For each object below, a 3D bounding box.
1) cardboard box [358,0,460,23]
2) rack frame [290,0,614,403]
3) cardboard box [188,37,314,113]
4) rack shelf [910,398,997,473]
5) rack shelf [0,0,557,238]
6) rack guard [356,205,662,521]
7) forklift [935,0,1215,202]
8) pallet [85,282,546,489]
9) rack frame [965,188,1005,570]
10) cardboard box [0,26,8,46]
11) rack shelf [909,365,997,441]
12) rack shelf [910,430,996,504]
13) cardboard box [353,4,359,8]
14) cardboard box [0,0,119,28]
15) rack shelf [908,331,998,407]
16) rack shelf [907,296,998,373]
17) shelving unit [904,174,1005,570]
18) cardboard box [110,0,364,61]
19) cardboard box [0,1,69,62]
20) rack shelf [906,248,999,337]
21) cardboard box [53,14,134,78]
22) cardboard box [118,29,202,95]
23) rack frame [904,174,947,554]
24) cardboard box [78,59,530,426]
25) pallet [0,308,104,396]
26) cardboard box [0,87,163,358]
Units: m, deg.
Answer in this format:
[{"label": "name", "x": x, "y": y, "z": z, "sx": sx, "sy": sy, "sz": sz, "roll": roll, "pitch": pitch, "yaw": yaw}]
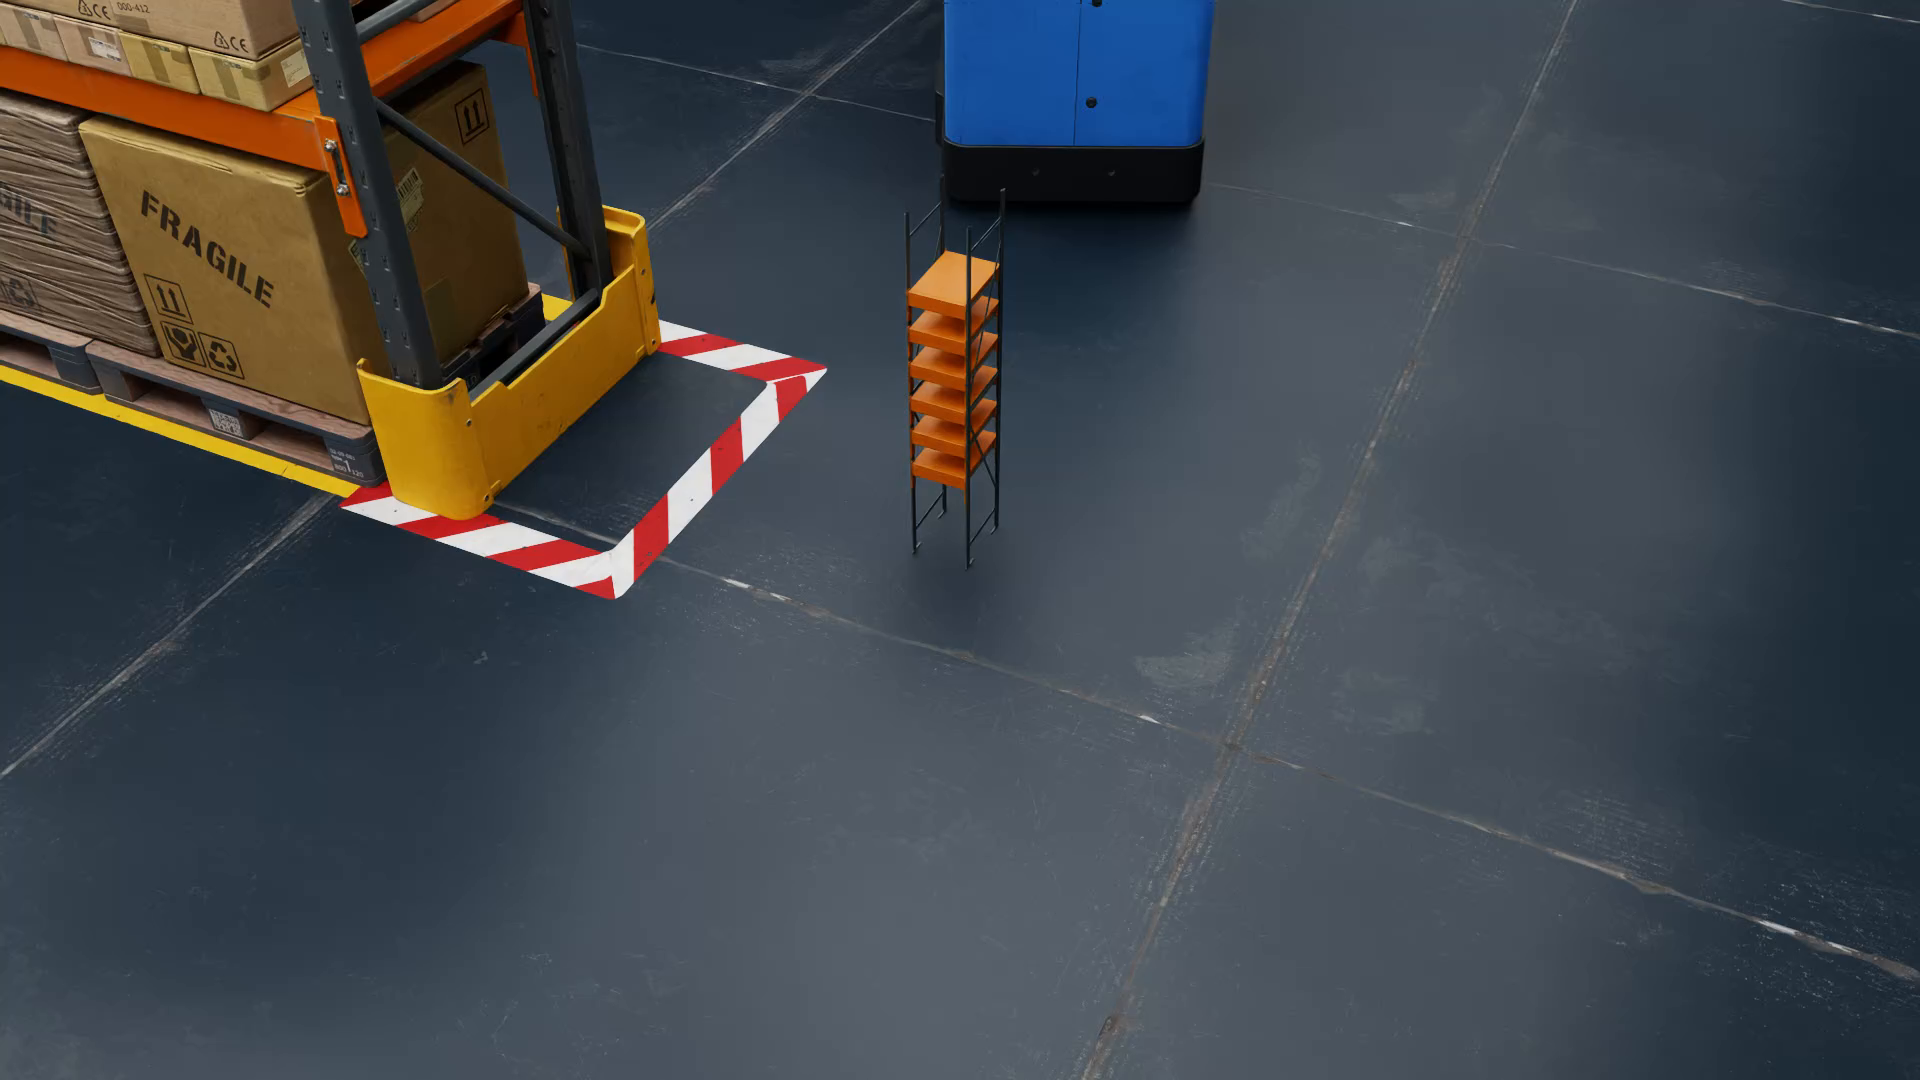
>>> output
[{"label": "cardboard box", "x": -1.676, "y": -1.782, "z": 5.207, "sx": 0.250, "sy": 0.149, "sz": 0.380, "roll": 17, "pitch": 44, "yaw": 19}, {"label": "rack frame", "x": -1.494, "y": -1.582, "z": 4.785, "sx": 0.127, "sy": 3.000, "sz": 1.000, "roll": 17, "pitch": 44, "yaw": 19}, {"label": "cardboard box", "x": -1.956, "y": -1.391, "z": 4.756, "sx": 0.250, "sy": 0.149, "sz": 0.380, "roll": 18, "pitch": 44, "yaw": 19}, {"label": "rack shelf", "x": -0.013, "y": -0.333, "z": 4.969, "sx": 0.180, "sy": 0.103, "sz": 0.258, "roll": 17, "pitch": 44, "yaw": 19}, {"label": "rack shelf", "x": -3.307, "y": -1.864, "z": 5.660, "sx": 4.000, "sy": 0.370, "sz": 1.077, "roll": 17, "pitch": 44, "yaw": 19}, {"label": "rack guard", "x": -1.472, "y": -0.631, "z": 5.596, "sx": 0.348, "sy": 0.500, "sz": 1.175, "roll": 17, "pitch": 44, "yaw": 19}, {"label": "forklift", "x": 0.476, "y": -3.412, "z": 6.948, "sx": 1.130, "sy": 2.935, "sz": 3.031, "roll": 1, "pitch": 41, "yaw": 1}, {"label": "pallet", "x": -2.252, "y": -0.703, "z": 5.901, "sx": 1.213, "sy": 0.211, "sz": 1.003, "roll": 17, "pitch": 44, "yaw": 19}, {"label": "rack frame", "x": 0.070, "y": -0.432, "z": 4.832, "sx": 0.006, "sy": 1.200, "sz": 0.240, "roll": 17, "pitch": 44, "yaw": 19}, {"label": "cardboard box", "x": -2.882, "y": -1.672, "z": 5.081, "sx": 0.250, "sy": 0.149, "sz": 0.380, "roll": 16, "pitch": 43, "yaw": 18}, {"label": "rack shelf", "x": -0.013, "y": -0.424, "z": 4.891, "sx": 0.180, "sy": 0.103, "sz": 0.258, "roll": 17, "pitch": 44, "yaw": 19}, {"label": "rack shelf", "x": -0.013, "y": -0.242, "z": 5.048, "sx": 0.180, "sy": 0.103, "sz": 0.258, "roll": 17, "pitch": 44, "yaw": 19}, {"label": "cardboard box", "x": -1.909, "y": -1.852, "z": 5.288, "sx": 0.250, "sy": 0.149, "sz": 0.380, "roll": 16, "pitch": 44, "yaw": 18}, {"label": "cardboard box", "x": -2.505, "y": -1.756, "z": 4.873, "sx": 0.500, "sy": 0.250, "sz": 0.500, "roll": 16, "pitch": 43, "yaw": 18}, {"label": "rack shelf", "x": -0.013, "y": -0.514, "z": 4.812, "sx": 0.180, "sy": 0.103, "sz": 0.258, "roll": 17, "pitch": 44, "yaw": 19}, {"label": "rack shelf", "x": -0.013, "y": -0.605, "z": 4.734, "sx": 0.180, "sy": 0.103, "sz": 0.258, "roll": 17, "pitch": 44, "yaw": 19}, {"label": "shelving unit", "x": -0.013, "y": -0.457, "z": 4.862, "sx": 0.189, "sy": 1.200, "sz": 0.258, "roll": 17, "pitch": 44, "yaw": 19}, {"label": "cardboard box", "x": -2.045, "y": -1.615, "z": 4.710, "sx": 0.500, "sy": 0.250, "sz": 0.500, "roll": 16, "pitch": 44, "yaw": 18}, {"label": "cardboard box", "x": -2.646, "y": -1.602, "z": 5.000, "sx": 0.250, "sy": 0.149, "sz": 0.380, "roll": 18, "pitch": 44, "yaw": 19}, {"label": "rack shelf", "x": -0.013, "y": -0.696, "z": 4.655, "sx": 0.180, "sy": 0.103, "sz": 0.258, "roll": 17, "pitch": 44, "yaw": 19}, {"label": "cardboard box", "x": -2.420, "y": -1.532, "z": 4.919, "sx": 0.250, "sy": 0.149, "sz": 0.380, "roll": 17, "pitch": 44, "yaw": 19}, {"label": "cardboard box", "x": -2.192, "y": -1.462, "z": 4.838, "sx": 0.250, "sy": 0.149, "sz": 0.380, "roll": 17, "pitch": 44, "yaw": 19}, {"label": "rack frame", "x": -0.096, "y": -0.483, "z": 4.891, "sx": 0.006, "sy": 1.200, "sz": 0.240, "roll": 17, "pitch": 44, "yaw": 19}, {"label": "cardboard box", "x": -2.108, "y": -1.068, "z": 5.493, "sx": 0.875, "sy": 0.875, "sz": 0.875, "roll": 17, "pitch": 44, "yaw": 19}, {"label": "pallet", "x": -3.353, "y": -1.042, "z": 6.291, "sx": 1.213, "sy": 0.211, "sz": 1.003, "roll": 17, "pitch": 44, "yaw": 19}, {"label": "cardboard box", "x": -2.933, "y": -1.320, "z": 5.784, "sx": 0.875, "sy": 0.875, "sz": 0.875, "roll": 17, "pitch": 44, "yaw": 19}]
